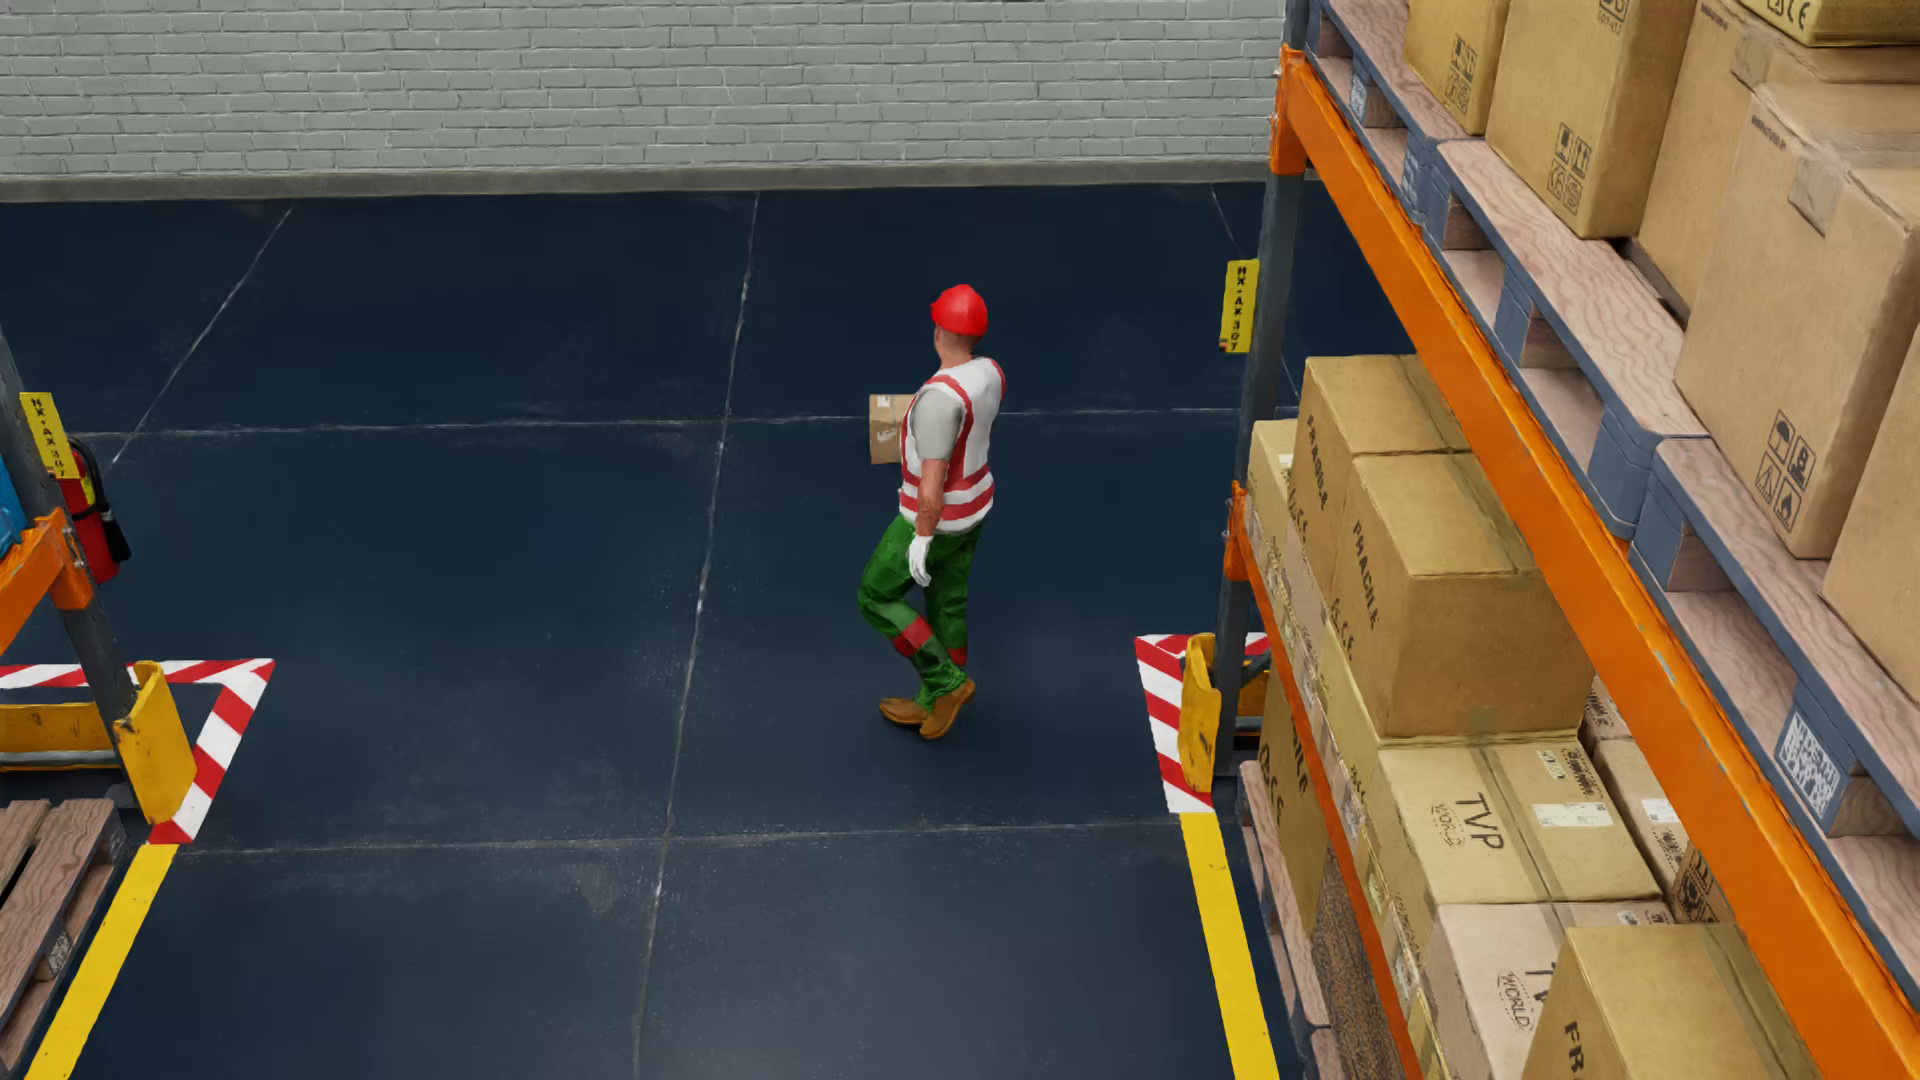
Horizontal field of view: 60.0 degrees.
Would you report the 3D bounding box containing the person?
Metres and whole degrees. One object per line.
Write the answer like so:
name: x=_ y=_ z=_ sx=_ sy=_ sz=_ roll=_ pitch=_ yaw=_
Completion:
person: x=-0.077 y=-0.078 z=6.246 sx=0.515 sy=1.748 sz=0.717 roll=15 pitch=38 yaw=21
